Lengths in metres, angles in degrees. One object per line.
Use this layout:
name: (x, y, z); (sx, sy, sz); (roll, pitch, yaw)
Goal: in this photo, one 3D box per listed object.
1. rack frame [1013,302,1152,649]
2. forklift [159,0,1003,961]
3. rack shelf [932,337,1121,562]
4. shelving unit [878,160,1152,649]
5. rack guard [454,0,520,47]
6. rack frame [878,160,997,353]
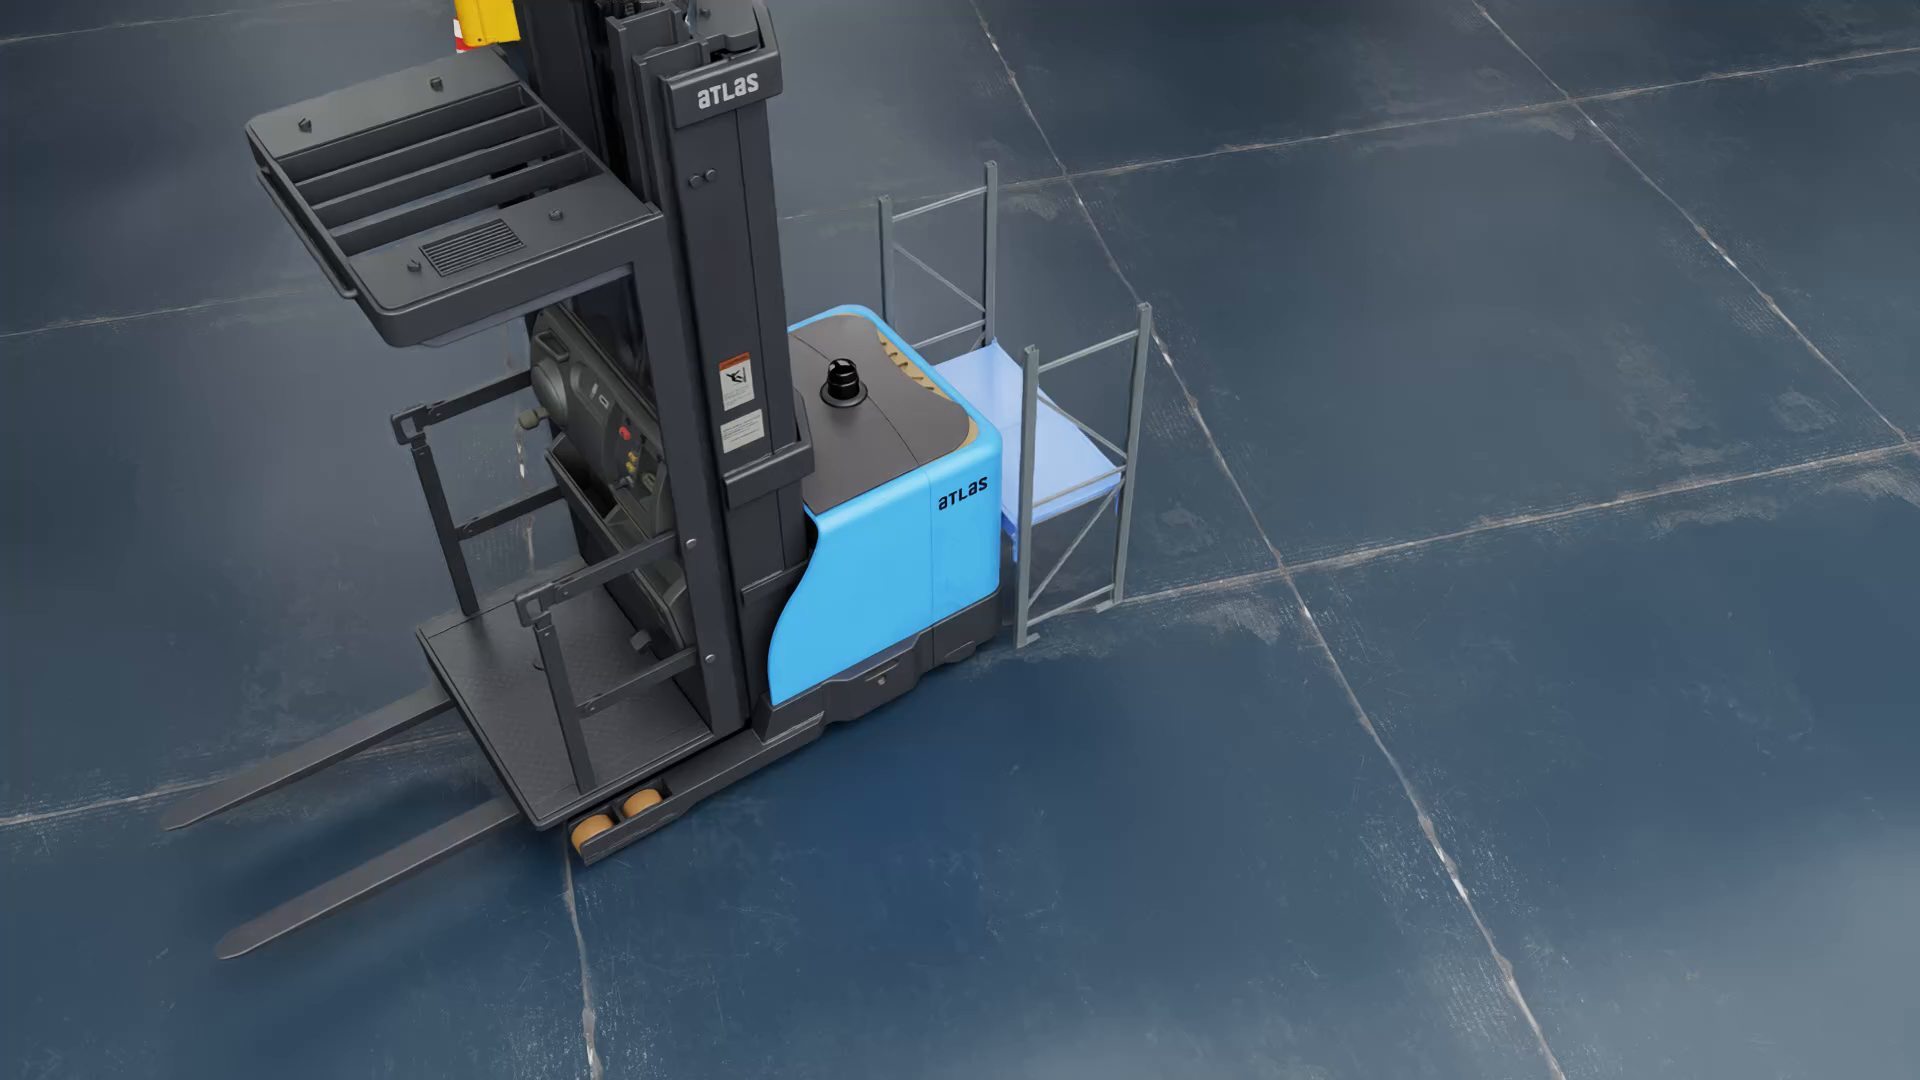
rack frame: (0.434, -0.192, 6.139); (0.500, 1.500, 0.032); (-23, 50, -21)
forklift: (-1.335, -0.326, 5.268); (3.031, 2.935, 1.130); (-26, 51, -23)
rack shelf: (0.176, -0.379, 6.574); (0.538, 0.185, 1.000); (-23, 50, -21)
shelving unit: (0.176, -0.505, 6.446); (0.538, 1.500, 1.048); (-23, 50, -21)
rack guard: (-2.417, -3.317, 9.901); (1.175, 0.500, 0.348); (-11, 47, -10)
rack frame: (-0.081, -0.818, 6.752); (0.500, 1.500, 0.032); (-23, 50, -21)
